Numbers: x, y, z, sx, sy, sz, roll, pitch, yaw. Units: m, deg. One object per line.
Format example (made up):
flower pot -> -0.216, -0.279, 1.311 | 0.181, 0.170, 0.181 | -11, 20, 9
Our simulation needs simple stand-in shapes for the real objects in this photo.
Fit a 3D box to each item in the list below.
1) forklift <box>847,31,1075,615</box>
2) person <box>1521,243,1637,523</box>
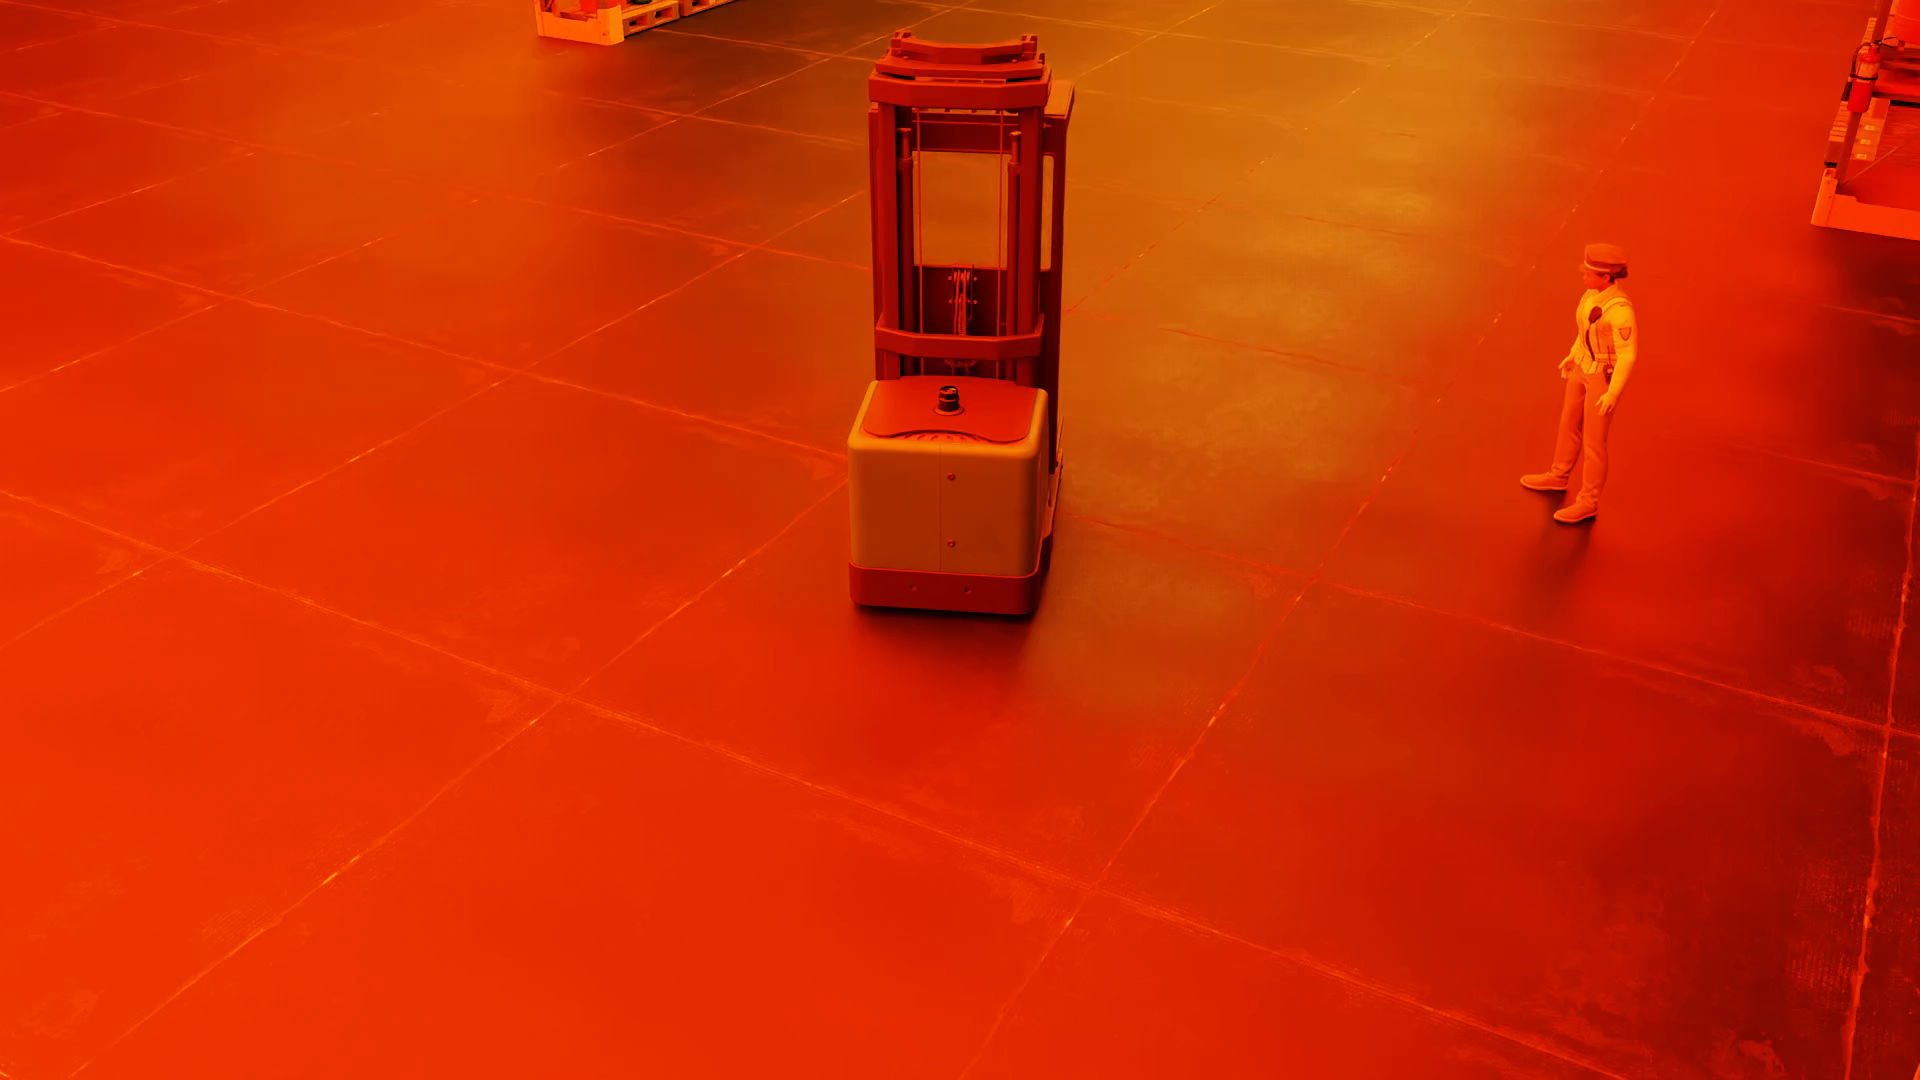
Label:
forklift -> 0.072, -1.572, 9.794 | 1.130, 2.935, 3.031 | 3, 30, 6
person -> 3.801, -0.972, 10.026 | 0.418, 1.673, 0.613 | -1, 30, -2
